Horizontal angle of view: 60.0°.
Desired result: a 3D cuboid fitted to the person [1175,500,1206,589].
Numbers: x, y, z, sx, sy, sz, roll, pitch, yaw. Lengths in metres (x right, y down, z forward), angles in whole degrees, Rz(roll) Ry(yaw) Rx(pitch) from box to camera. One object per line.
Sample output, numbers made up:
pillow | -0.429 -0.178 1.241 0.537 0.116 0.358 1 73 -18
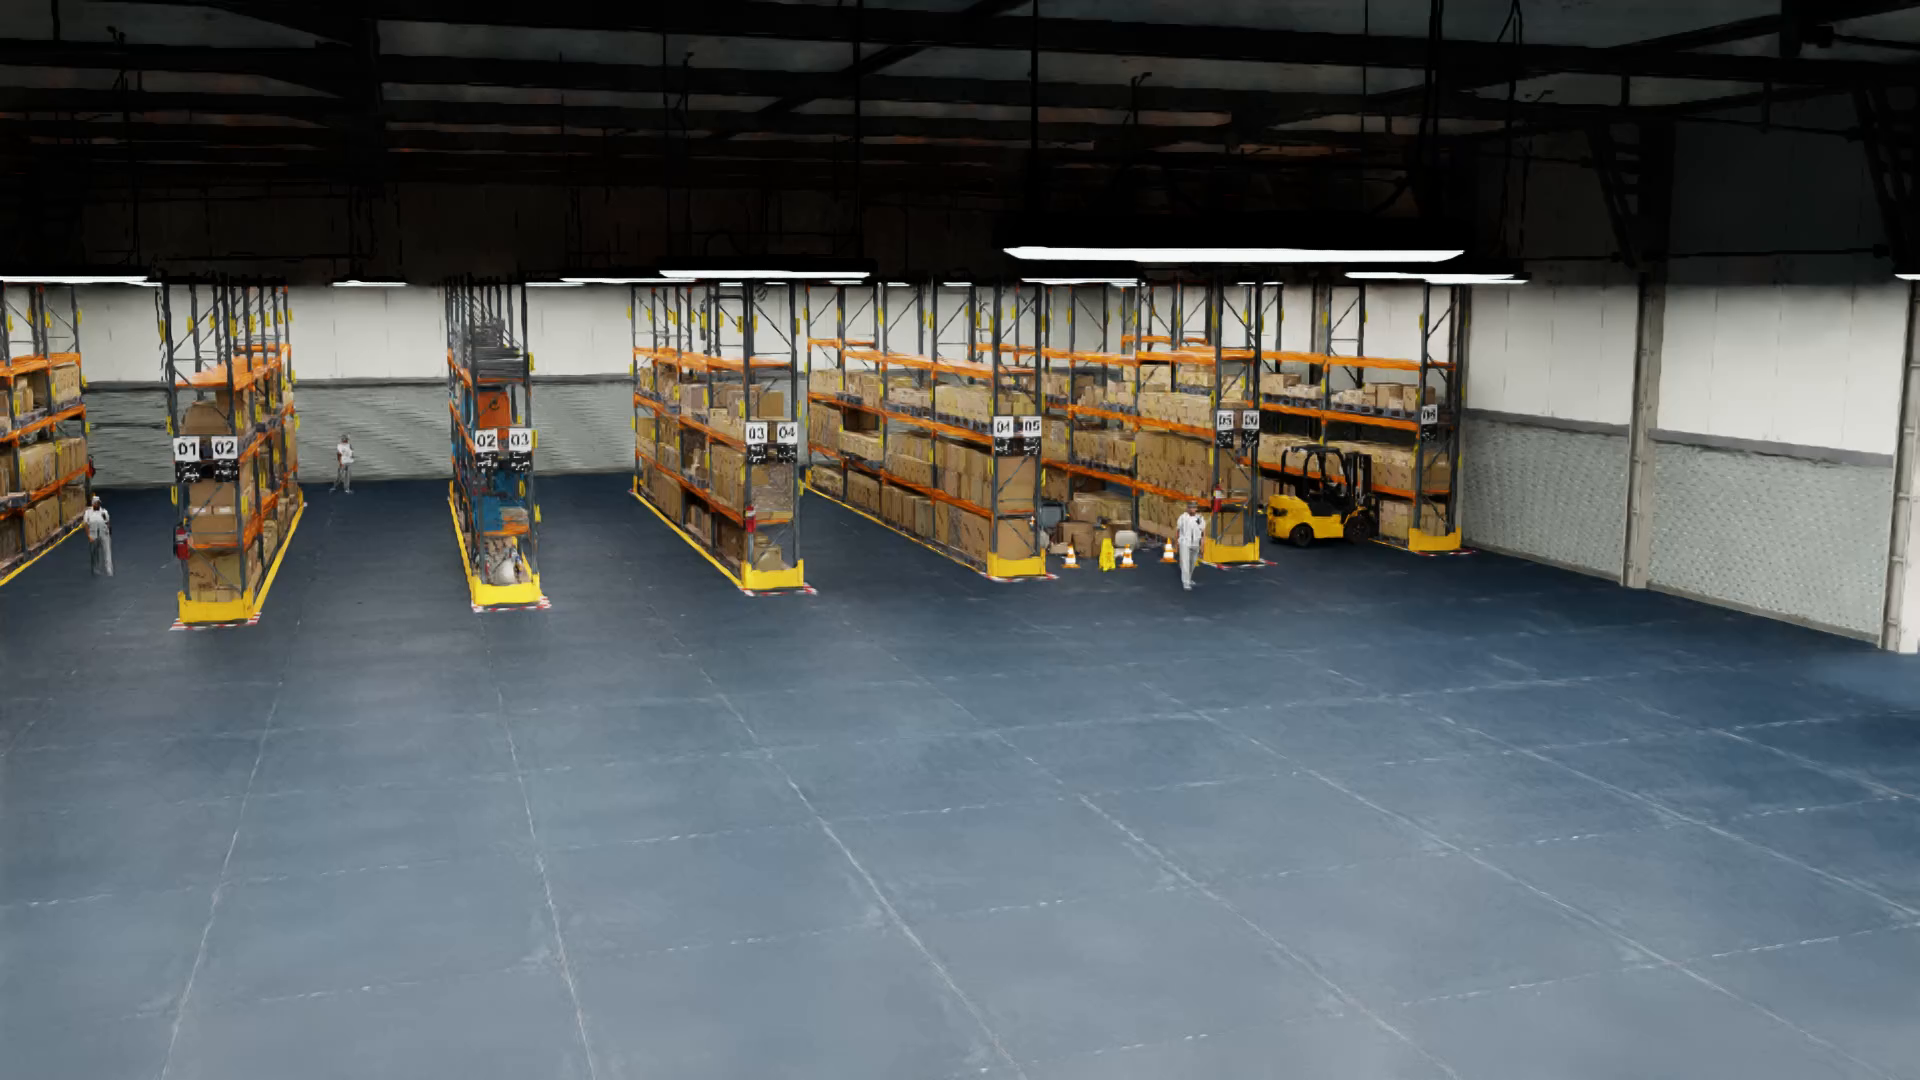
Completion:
person | 4.436 0.060 31.917 0.534 1.705 1.033 -1 9 -9

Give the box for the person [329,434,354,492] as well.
person | -17.458 -2.160 46.896 0.511 1.661 0.668 5 10 28

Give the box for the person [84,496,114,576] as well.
person | -17.263 -0.092 33.315 0.490 1.598 0.999 -4 10 -27

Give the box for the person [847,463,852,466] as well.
person | -3.516 -2.901 51.546 0.729 1.733 0.538 -3 9 -20
